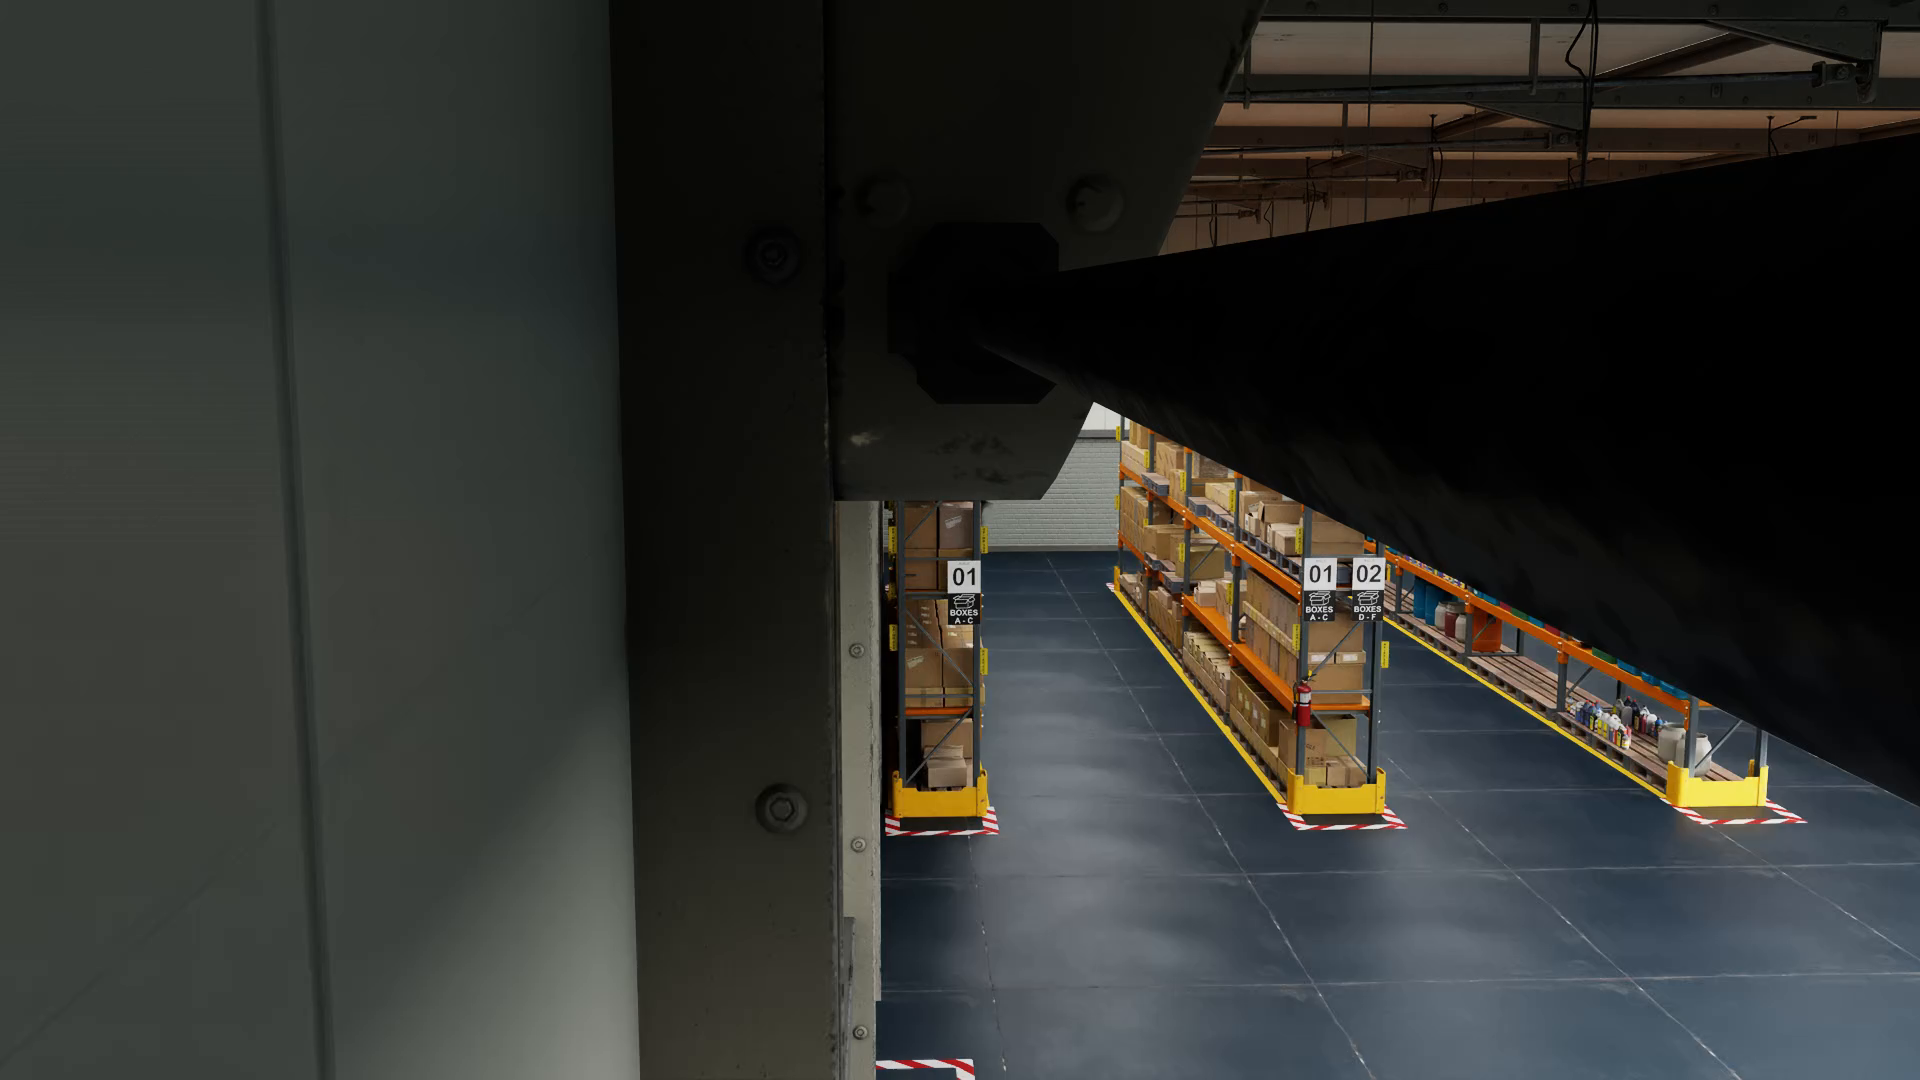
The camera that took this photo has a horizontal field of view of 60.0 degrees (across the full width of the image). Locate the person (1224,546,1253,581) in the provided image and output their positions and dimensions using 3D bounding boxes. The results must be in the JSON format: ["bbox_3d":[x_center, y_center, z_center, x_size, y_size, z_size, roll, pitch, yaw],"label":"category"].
[{"bbox_3d":[5.960,0.402,35.319,0.733,1.717,0.526,-3,9,-19],"label":"person"}]
